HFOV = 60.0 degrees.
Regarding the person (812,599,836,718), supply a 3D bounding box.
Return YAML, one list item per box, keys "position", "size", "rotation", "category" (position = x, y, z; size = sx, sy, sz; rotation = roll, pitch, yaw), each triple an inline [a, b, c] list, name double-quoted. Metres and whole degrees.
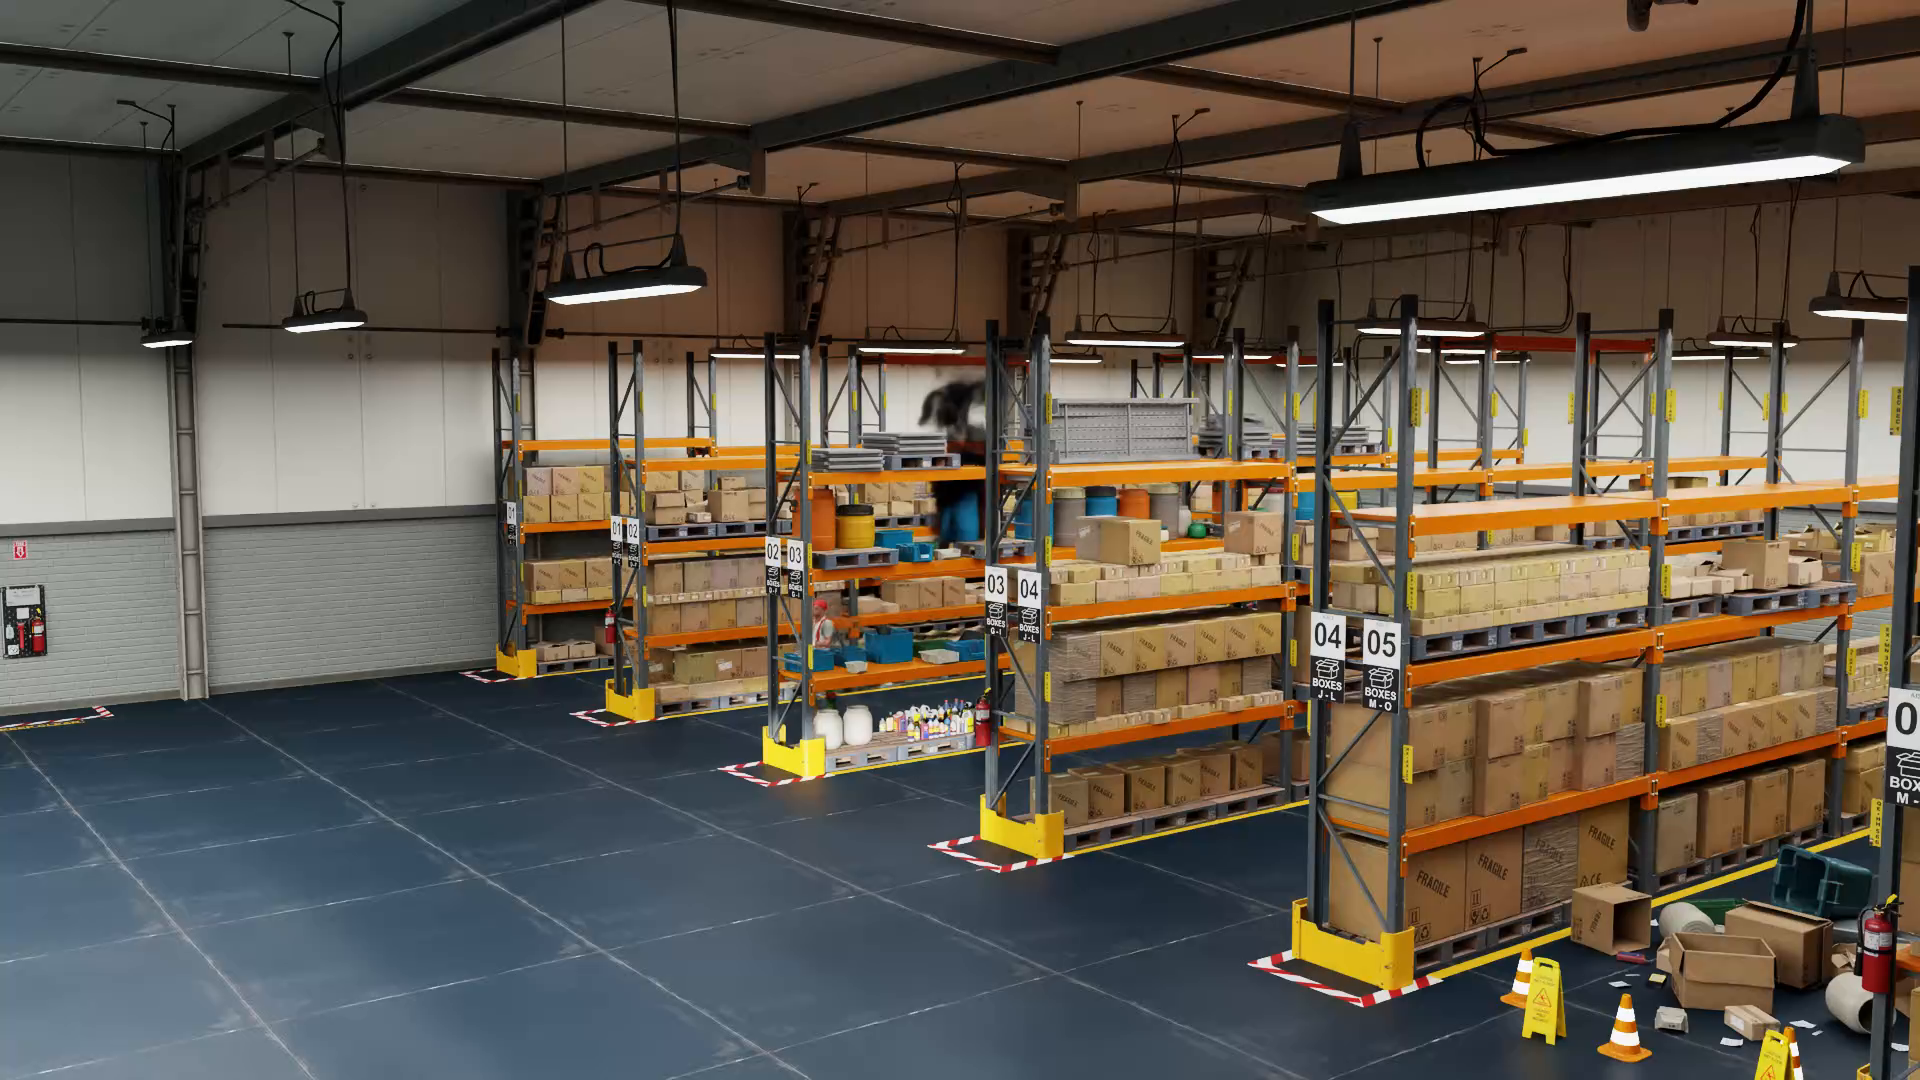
- position: [-2.166, 1.803, 24.992]
  size: [0.641, 1.837, 0.690]
  rotation: [4, 7, 40]
  category: "person"
